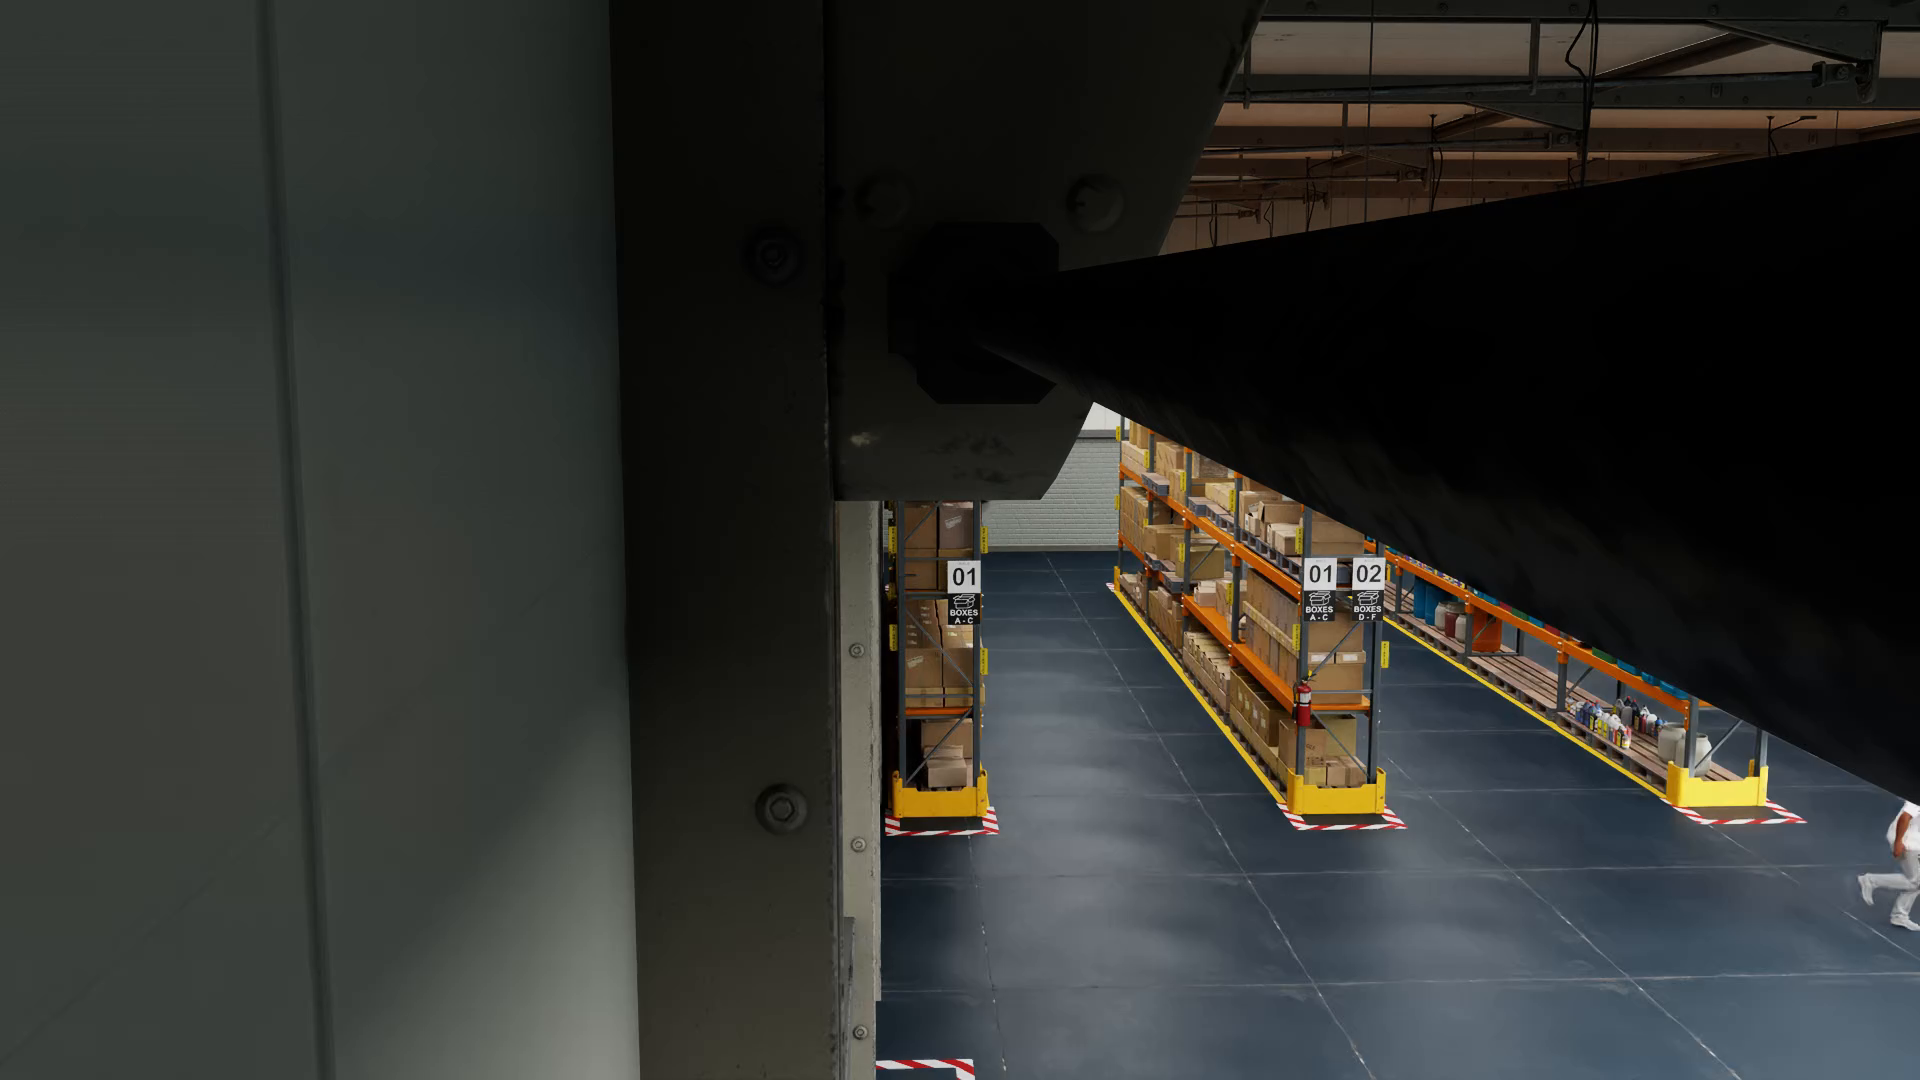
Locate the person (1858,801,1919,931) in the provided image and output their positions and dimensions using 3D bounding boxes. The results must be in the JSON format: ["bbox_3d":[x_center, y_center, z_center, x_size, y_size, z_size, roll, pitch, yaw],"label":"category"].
[{"bbox_3d":[9.599,3.104,16.875,0.812,1.690,0.695,4,9,23],"label":"person"}]
